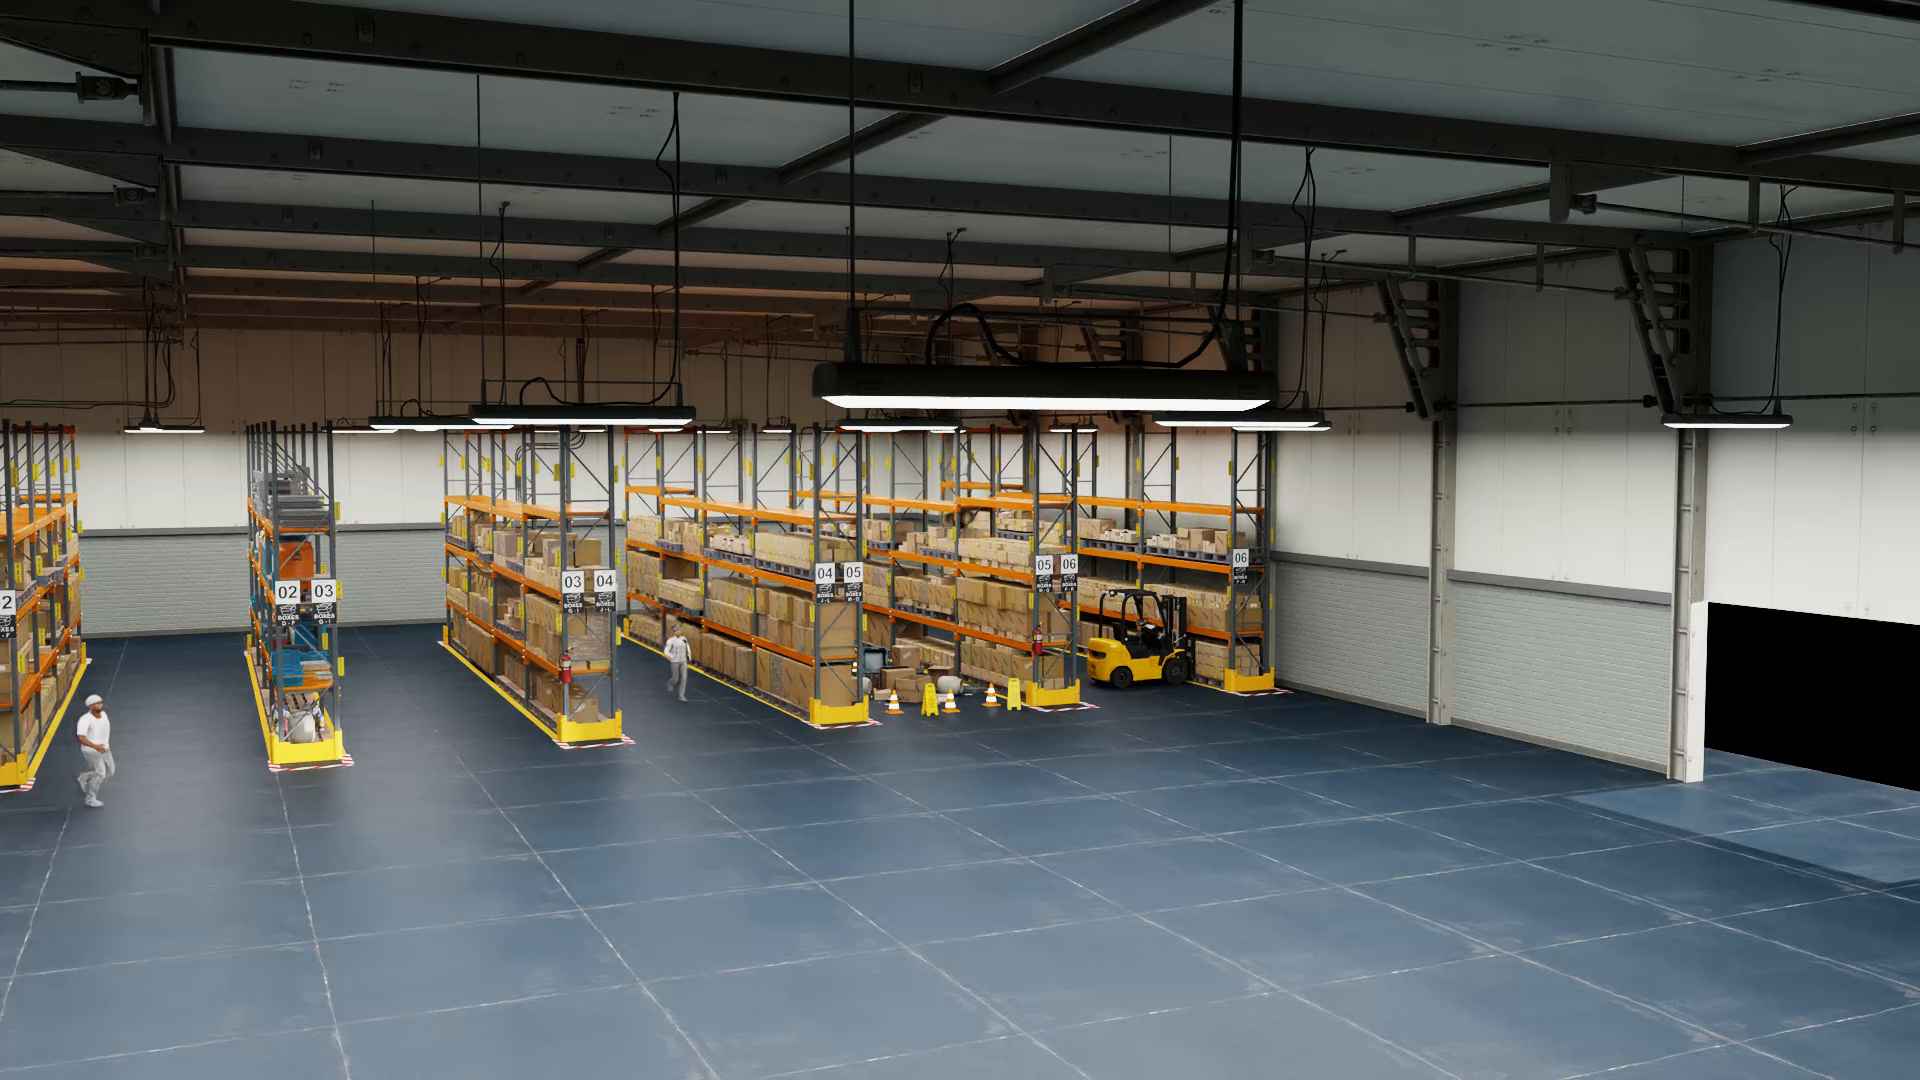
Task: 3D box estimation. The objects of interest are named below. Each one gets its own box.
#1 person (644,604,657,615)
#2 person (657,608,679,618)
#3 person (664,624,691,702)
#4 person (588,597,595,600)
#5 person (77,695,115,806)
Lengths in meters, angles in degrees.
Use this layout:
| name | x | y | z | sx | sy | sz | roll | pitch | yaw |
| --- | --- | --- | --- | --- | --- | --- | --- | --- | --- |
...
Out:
| name | x | y | z | sx | sy | sz | roll | pitch | yaw |
| --- | --- | --- | --- | --- | --- | --- | --- | --- | --- |
| person | -9.090 | 1.809 | 49.390 | 0.592 | 1.684 | 0.703 | -1 | 4 | -21 |
| person | -8.773 | 1.766 | 49.288 | 0.904 | 1.727 | 0.763 | 2 | 4 | 26 |
| person | -6.103 | 2.647 | 36.081 | 0.632 | 1.666 | 0.842 | -2 | 4 | -31 |
| person | -10.577 | 1.942 | 46.877 | 0.734 | 1.821 | 0.754 | 0 | 4 | -2 |
| person | -13.424 | 3.255 | 25.809 | 0.660 | 1.729 | 0.712 | 1 | 4 | 8 |
